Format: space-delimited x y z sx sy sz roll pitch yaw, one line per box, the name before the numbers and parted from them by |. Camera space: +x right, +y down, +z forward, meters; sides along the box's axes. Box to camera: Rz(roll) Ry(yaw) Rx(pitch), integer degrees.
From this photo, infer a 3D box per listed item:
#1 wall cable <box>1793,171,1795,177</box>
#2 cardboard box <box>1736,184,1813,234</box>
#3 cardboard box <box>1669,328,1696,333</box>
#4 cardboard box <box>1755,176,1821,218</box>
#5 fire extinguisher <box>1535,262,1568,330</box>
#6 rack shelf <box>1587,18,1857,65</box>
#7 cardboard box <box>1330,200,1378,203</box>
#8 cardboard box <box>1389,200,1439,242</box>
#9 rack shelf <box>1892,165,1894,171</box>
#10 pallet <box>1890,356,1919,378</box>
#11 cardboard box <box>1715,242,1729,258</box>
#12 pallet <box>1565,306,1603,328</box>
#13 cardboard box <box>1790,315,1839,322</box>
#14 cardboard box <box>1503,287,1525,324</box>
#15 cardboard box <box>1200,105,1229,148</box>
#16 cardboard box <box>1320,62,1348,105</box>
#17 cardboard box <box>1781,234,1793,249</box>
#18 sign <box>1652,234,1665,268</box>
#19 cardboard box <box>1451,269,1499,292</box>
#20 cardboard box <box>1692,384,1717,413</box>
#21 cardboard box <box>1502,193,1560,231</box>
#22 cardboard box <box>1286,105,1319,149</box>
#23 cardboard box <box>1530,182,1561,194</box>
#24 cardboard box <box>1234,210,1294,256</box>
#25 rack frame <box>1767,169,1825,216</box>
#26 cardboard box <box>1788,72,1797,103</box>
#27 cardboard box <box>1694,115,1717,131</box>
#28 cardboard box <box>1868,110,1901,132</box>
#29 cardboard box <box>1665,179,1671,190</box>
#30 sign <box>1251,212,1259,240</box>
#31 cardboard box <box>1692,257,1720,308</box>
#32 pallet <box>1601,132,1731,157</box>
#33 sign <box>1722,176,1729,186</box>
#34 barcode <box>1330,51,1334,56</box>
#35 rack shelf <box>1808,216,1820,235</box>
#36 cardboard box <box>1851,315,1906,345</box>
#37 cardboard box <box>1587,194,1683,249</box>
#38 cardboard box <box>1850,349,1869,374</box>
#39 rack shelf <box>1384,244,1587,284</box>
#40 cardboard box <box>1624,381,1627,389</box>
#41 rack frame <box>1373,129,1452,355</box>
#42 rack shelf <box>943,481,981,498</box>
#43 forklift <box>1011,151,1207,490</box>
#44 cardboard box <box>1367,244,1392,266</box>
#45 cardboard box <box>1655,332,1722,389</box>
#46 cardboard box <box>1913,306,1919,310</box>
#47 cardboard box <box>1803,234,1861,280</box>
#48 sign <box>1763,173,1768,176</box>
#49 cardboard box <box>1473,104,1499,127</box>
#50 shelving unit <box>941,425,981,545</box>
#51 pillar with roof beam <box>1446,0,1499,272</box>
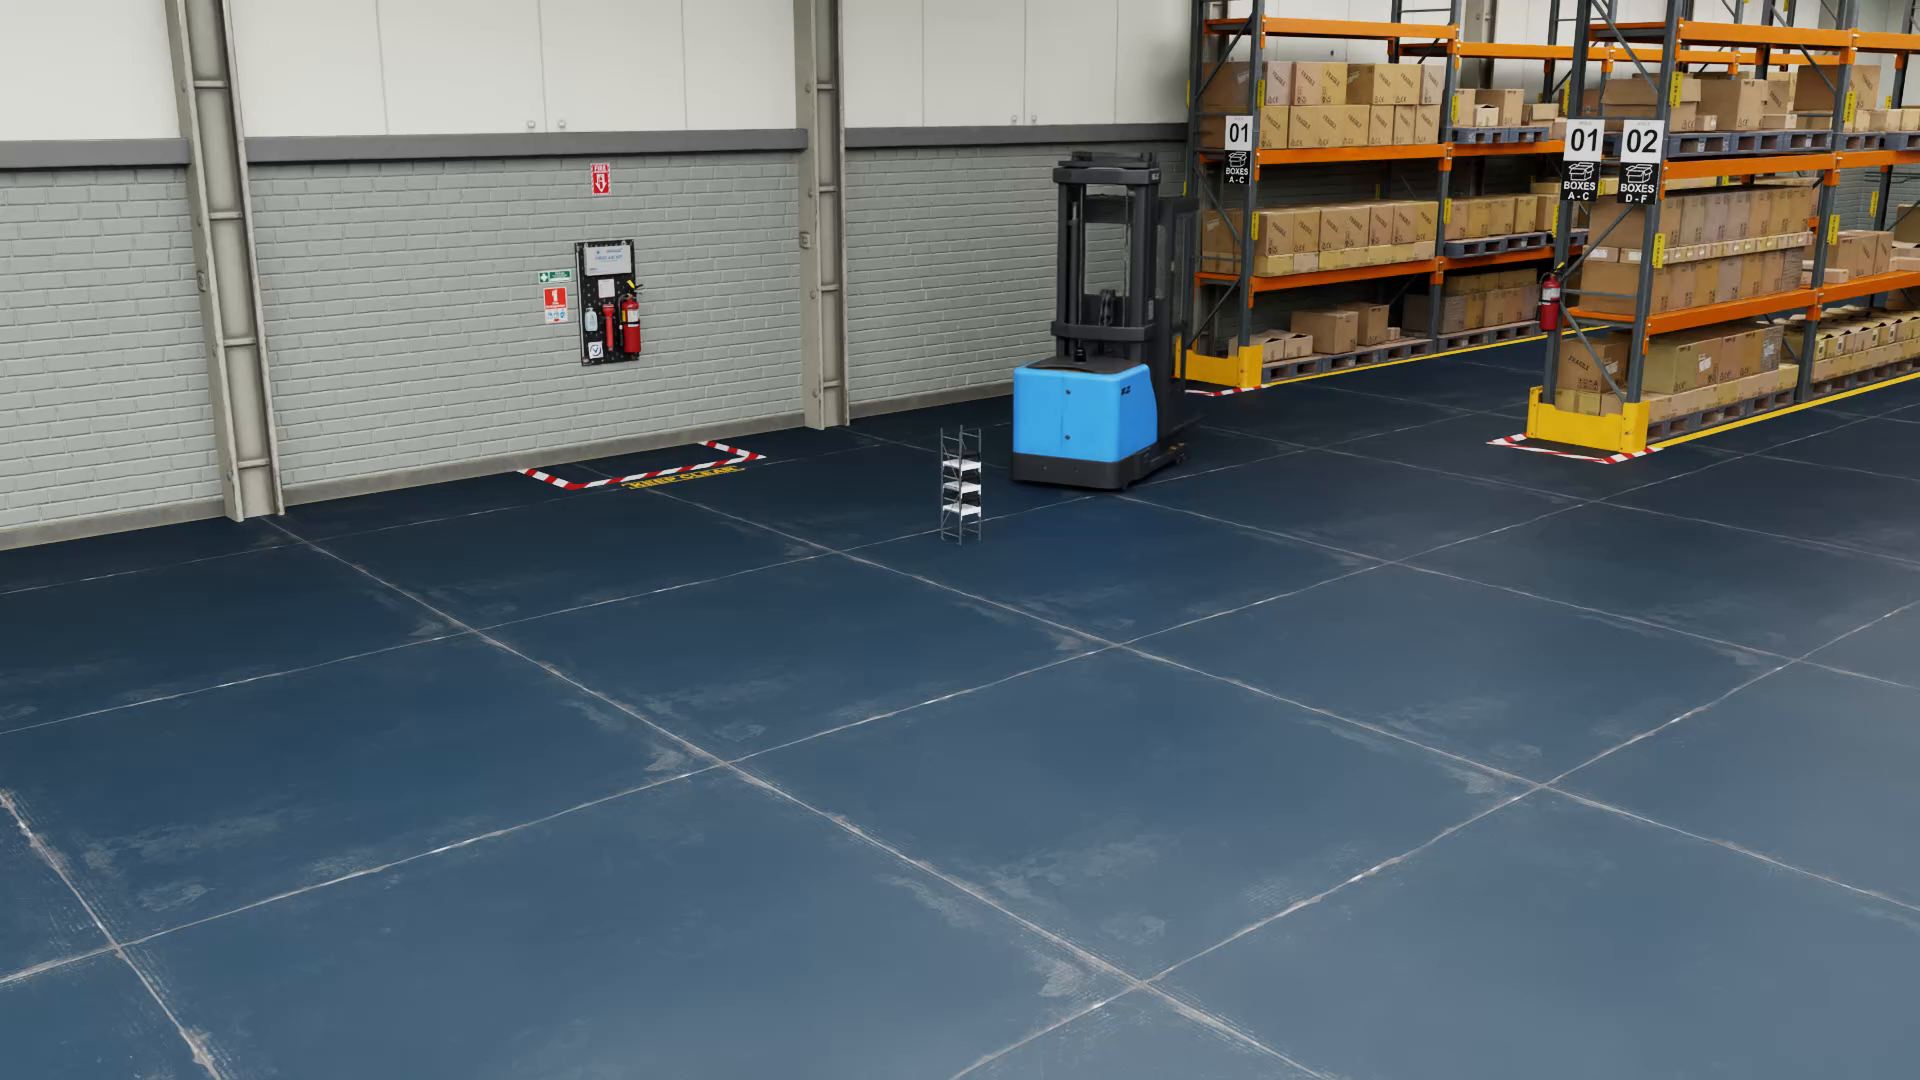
wall cable | 15.550 -7.012 31.720 1.851 1.984 0.084 -13 19 -39
cardboard box | 9.076 -3.722 18.665 0.500 0.500 0.700 -13 19 -39
cardboard box | 7.721 -2.088 18.316 0.500 0.500 0.500 -13 19 -39
cardboard box | 14.826 -6.177 29.980 0.700 0.700 0.980 -12 19 -37
fire extinguisher | 5.995 -2.479 16.868 0.183 0.674 0.296 -13 19 -39
rack shelf | 7.898 -5.142 17.233 4.000 0.370 1.077 -13 19 -39
cardboard box | 5.268 -4.261 22.188 0.500 0.500 0.500 -13 20 -40
cardboard box | 5.998 -4.247 22.134 0.500 0.500 0.500 -13 20 -39
rack shelf | 13.933 -5.242 22.642 4.000 0.370 1.077 -13 19 -39
pallet | 11.778 -2.322 21.534 1.213 0.211 1.003 -13 19 -39
cardboard box | 7.797 -3.051 17.408 0.250 0.149 0.380 -13 20 -40
pallet | 9.814 -3.537 26.081 1.213 0.211 1.003 -13 19 -39
cardboard box | 10.672 -2.651 20.791 0.500 0.311 0.500 -13 20 -40
cardboard box | 7.839 -3.483 24.470 0.500 0.500 0.700 -13 20 -40
cardboard box | 3.283 -5.037 20.249 0.500 0.500 0.500 -11 18 -35
cardboard box | 4.375 -5.582 20.353 0.500 0.500 0.500 -12 19 -38
cardboard box | 8.958 -3.311 18.383 0.250 0.149 0.380 -13 20 -41
sign | 6.749 -2.793 16.064 0.005 0.325 0.100 -13 19 -39
cardboard box | 7.416 -3.747 24.002 0.500 0.250 0.500 -13 20 -41
cardboard box | 7.692 -1.538 17.710 0.500 0.250 0.500 -13 19 -39
cardboard box | 8.418 -4.844 24.527 0.700 0.500 0.500 14 20 42
cardboard box | 3.979 -5.009 20.144 0.500 0.500 0.500 -11 19 -36
cardboard box | 8.696 -5.218 24.667 0.380 0.149 0.250 12 19 38
cardboard box | 3.692 -3.732 20.206 0.500 0.500 0.500 -13 19 -39
rack frame | 15.205 -6.120 30.350 0.127 3.000 1.000 -13 19 -39
cardboard box | 14.059 -7.761 28.509 0.500 0.500 0.500 -14 20 -42
cardboard box | 7.392 -4.209 16.785 0.250 0.149 0.380 -13 19 -39
cardboard box | 10.889 -5.015 19.877 0.500 0.250 0.500 14 20 42
cardboard box | 10.842 -5.620 26.215 0.500 0.250 0.500 -13 20 -40
sign | 3.491 -3.722 19.696 0.005 0.325 0.100 -13 19 -39
cardboard box | 7.521 -2.744 17.516 0.500 0.500 0.700 -12 19 -39
pallet | 6.940 -3.967 16.648 1.213 0.211 1.003 -13 19 -39
sign | 12.551 -5.860 27.285 0.005 0.325 0.100 -13 19 -39
barcode | 4.821 -6.303 21.539 0.075 0.075 0.001 -13 19 -39
rack shelf | 13.696 -5.434 29.174 4.000 0.370 1.077 -13 19 -39
cardboard box | 11.420 -2.636 20.732 0.500 0.311 0.500 -13 20 -40
cardboard box | 6.790 -3.207 16.735 0.500 0.500 0.700 -13 19 -39
cardboard box | 10.649 -2.193 20.161 0.500 0.250 0.500 -13 20 -41
rack shelf | 7.661 -4.079 24.101 4.000 0.370 1.077 -13 19 -39
cardboard box | 6.969 -1.556 17.777 0.500 0.250 0.500 -13 19 -39
rack frame | 6.152 -4.087 22.739 0.127 3.000 1.000 -13 19 -39
rack shelf | 0.006 -0.404 13.148 0.200 0.077 0.258 -13 20 -39
forklift | 1.579 -2.195 15.787 1.130 2.935 3.031 7 17 26
cardboard box | 5.243 -3.714 21.595 0.500 0.250 0.500 -13 20 -40
cardboard box | 7.684 -1.903 17.621 0.500 0.500 0.500 -13 19 -39
cardboard box | 12.955 -2.828 22.014 0.500 0.500 0.500 -12 19 -37
cardboard box | 10.394 -3.388 19.928 0.500 0.500 0.500 -11 18 -35
sign | 14.845 -6.686 30.636 0.005 0.325 0.100 -13 19 -39
cardboard box | 7.082 -5.878 22.989 0.500 0.311 0.500 -12 19 -38
shelving unit | 0.006 -0.436 13.139 0.210 0.900 0.258 -13 20 -39
pillar with roof beam | 10.447 -6.773 21.170 0.400 9.000 9.100 -13 19 -39
